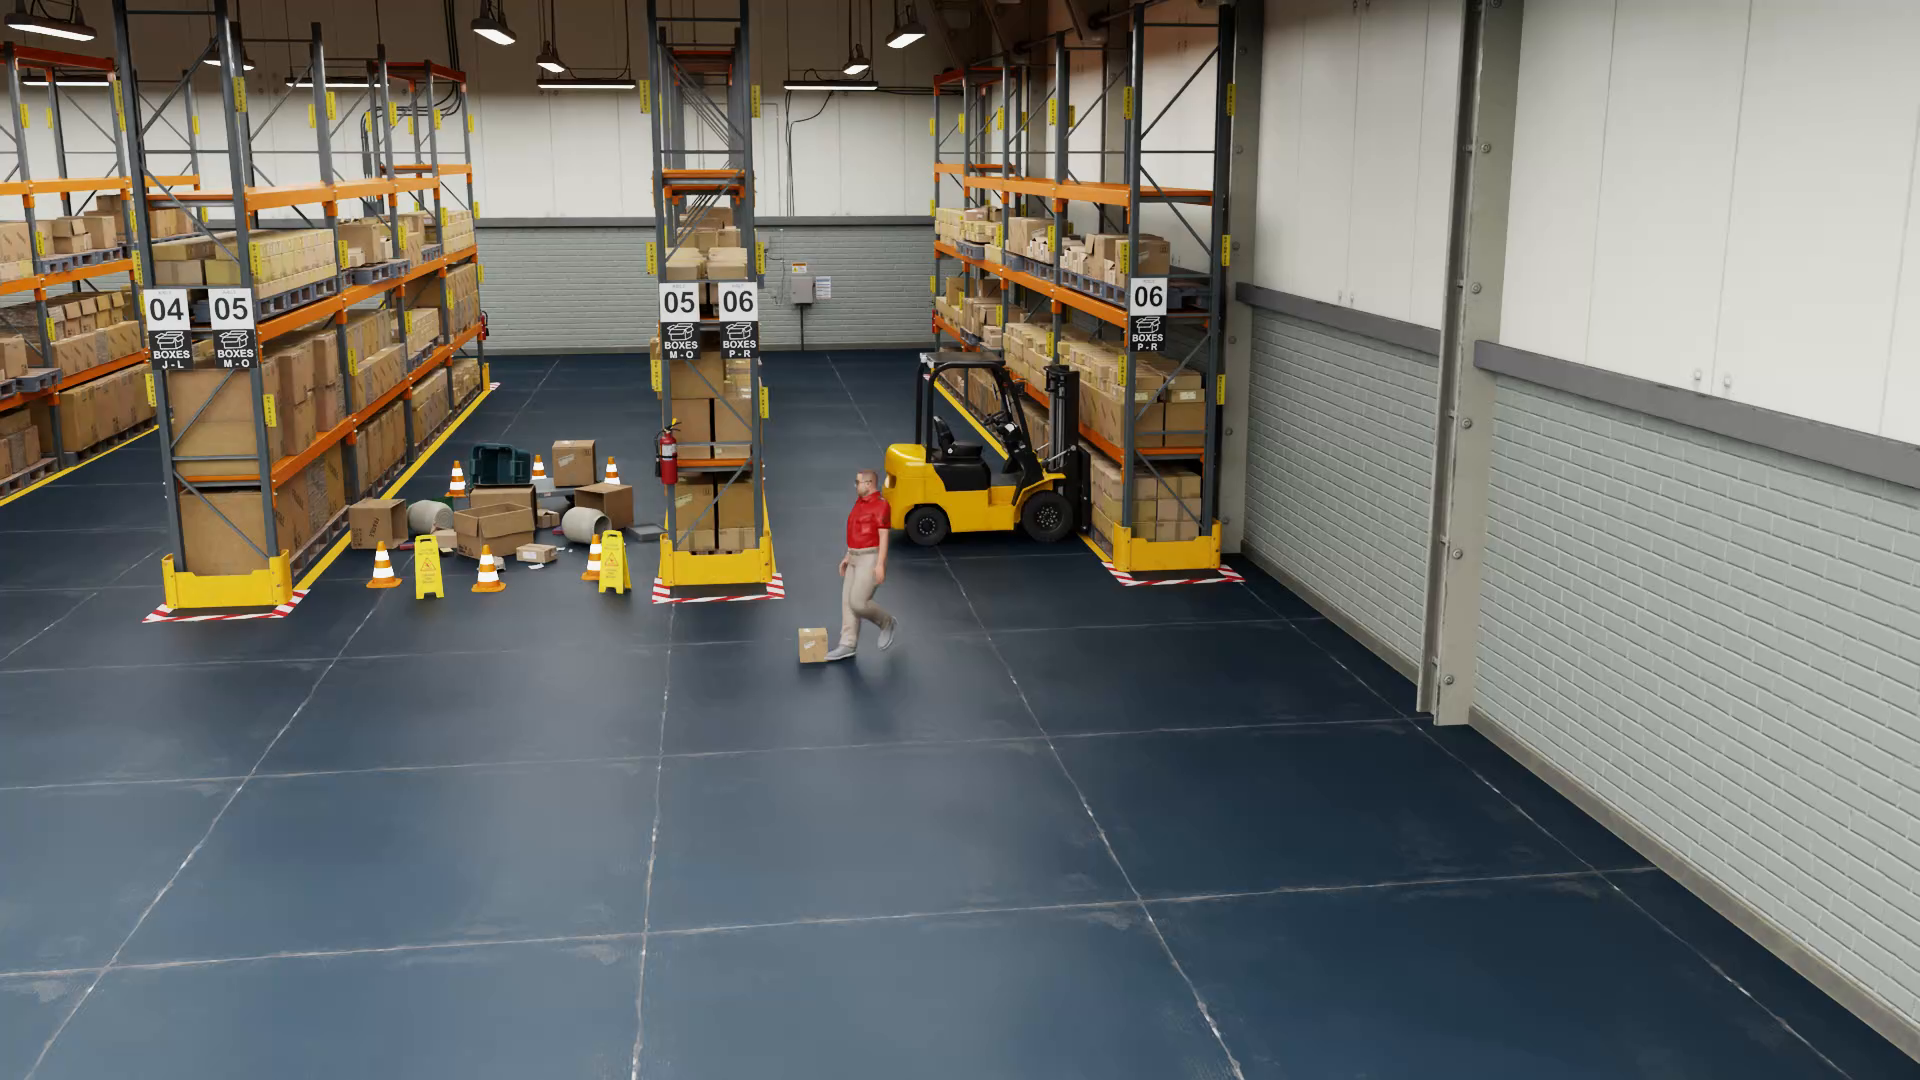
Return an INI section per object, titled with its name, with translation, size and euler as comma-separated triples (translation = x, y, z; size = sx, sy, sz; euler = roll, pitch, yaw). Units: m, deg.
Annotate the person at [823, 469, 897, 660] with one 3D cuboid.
[person]
translation = -0.949, 0.223, 15.040
size = 0.669, 1.709, 0.610
euler = -7, 15, -29
